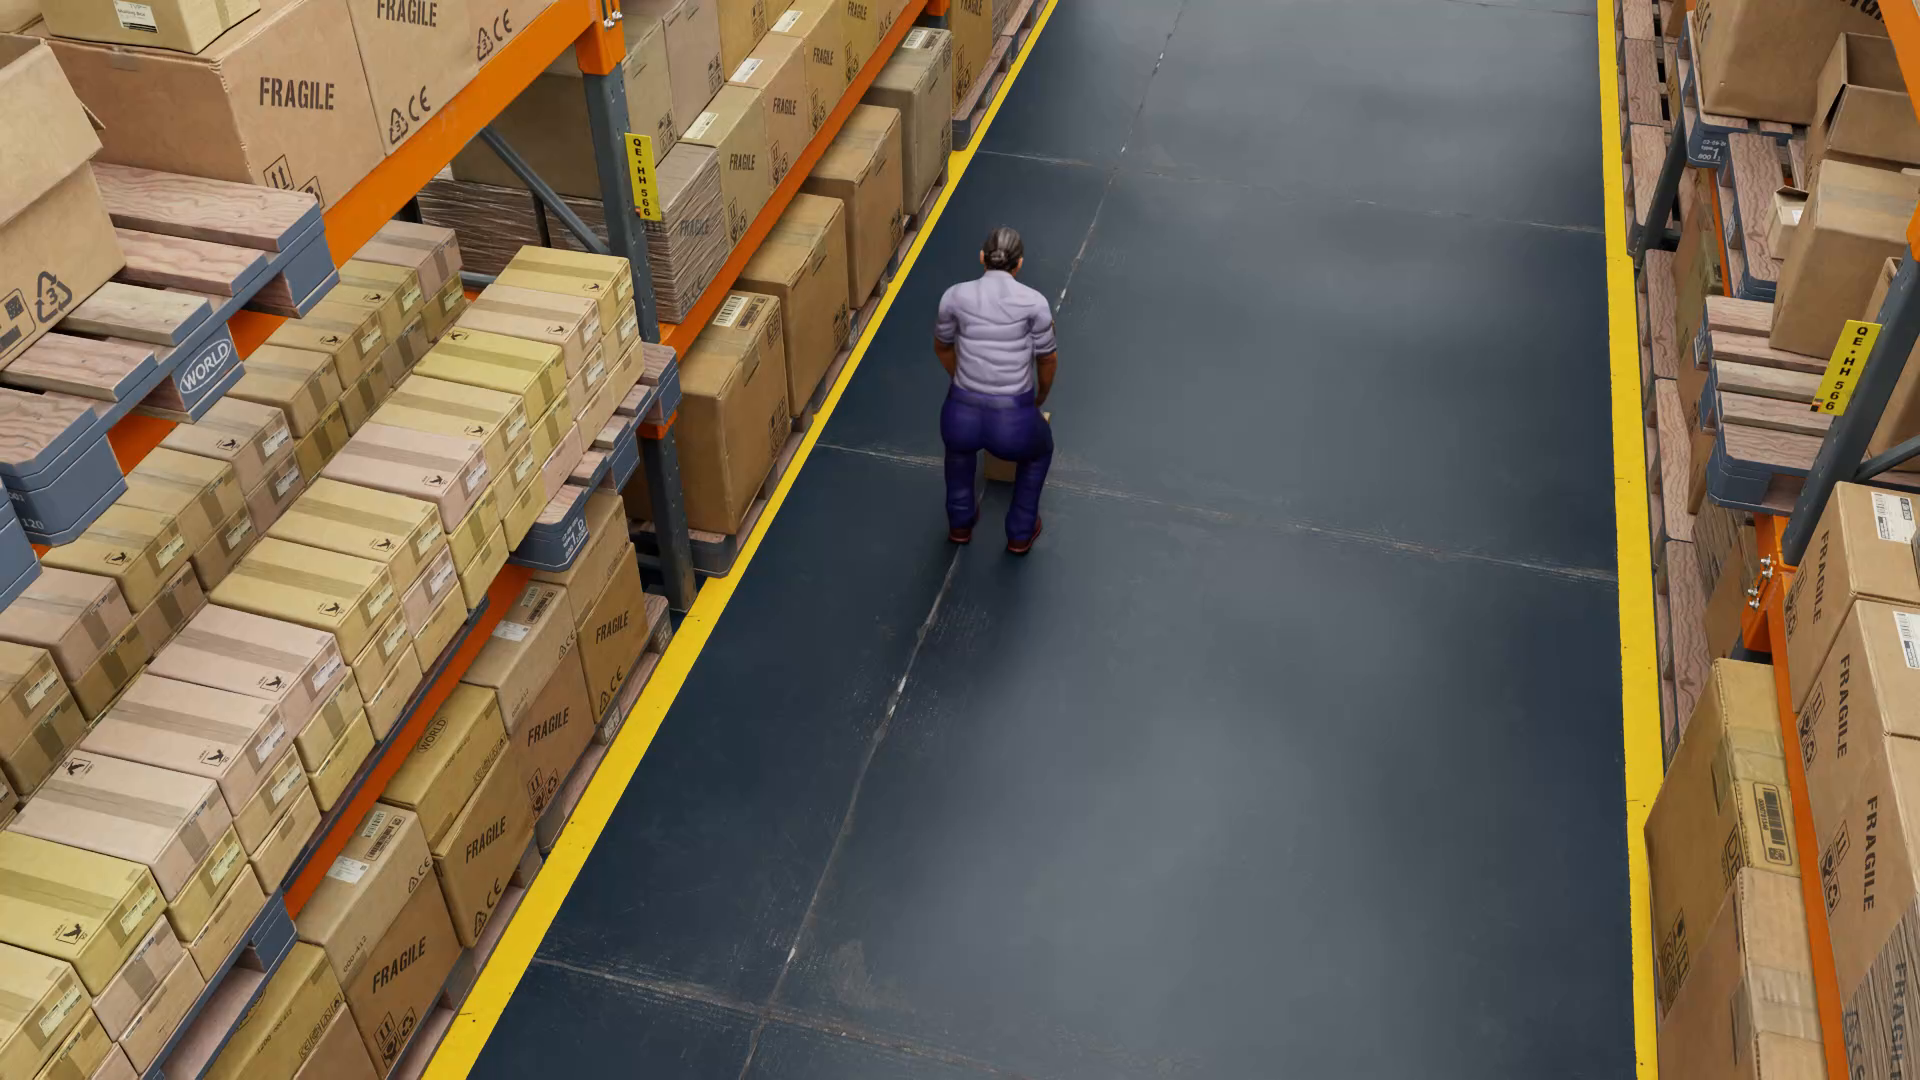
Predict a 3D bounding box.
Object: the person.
[{"bbox_3d":[0.128,-0.587,7.038,0.526,1.395,0.636,10,42,11],"label":"person"}]
